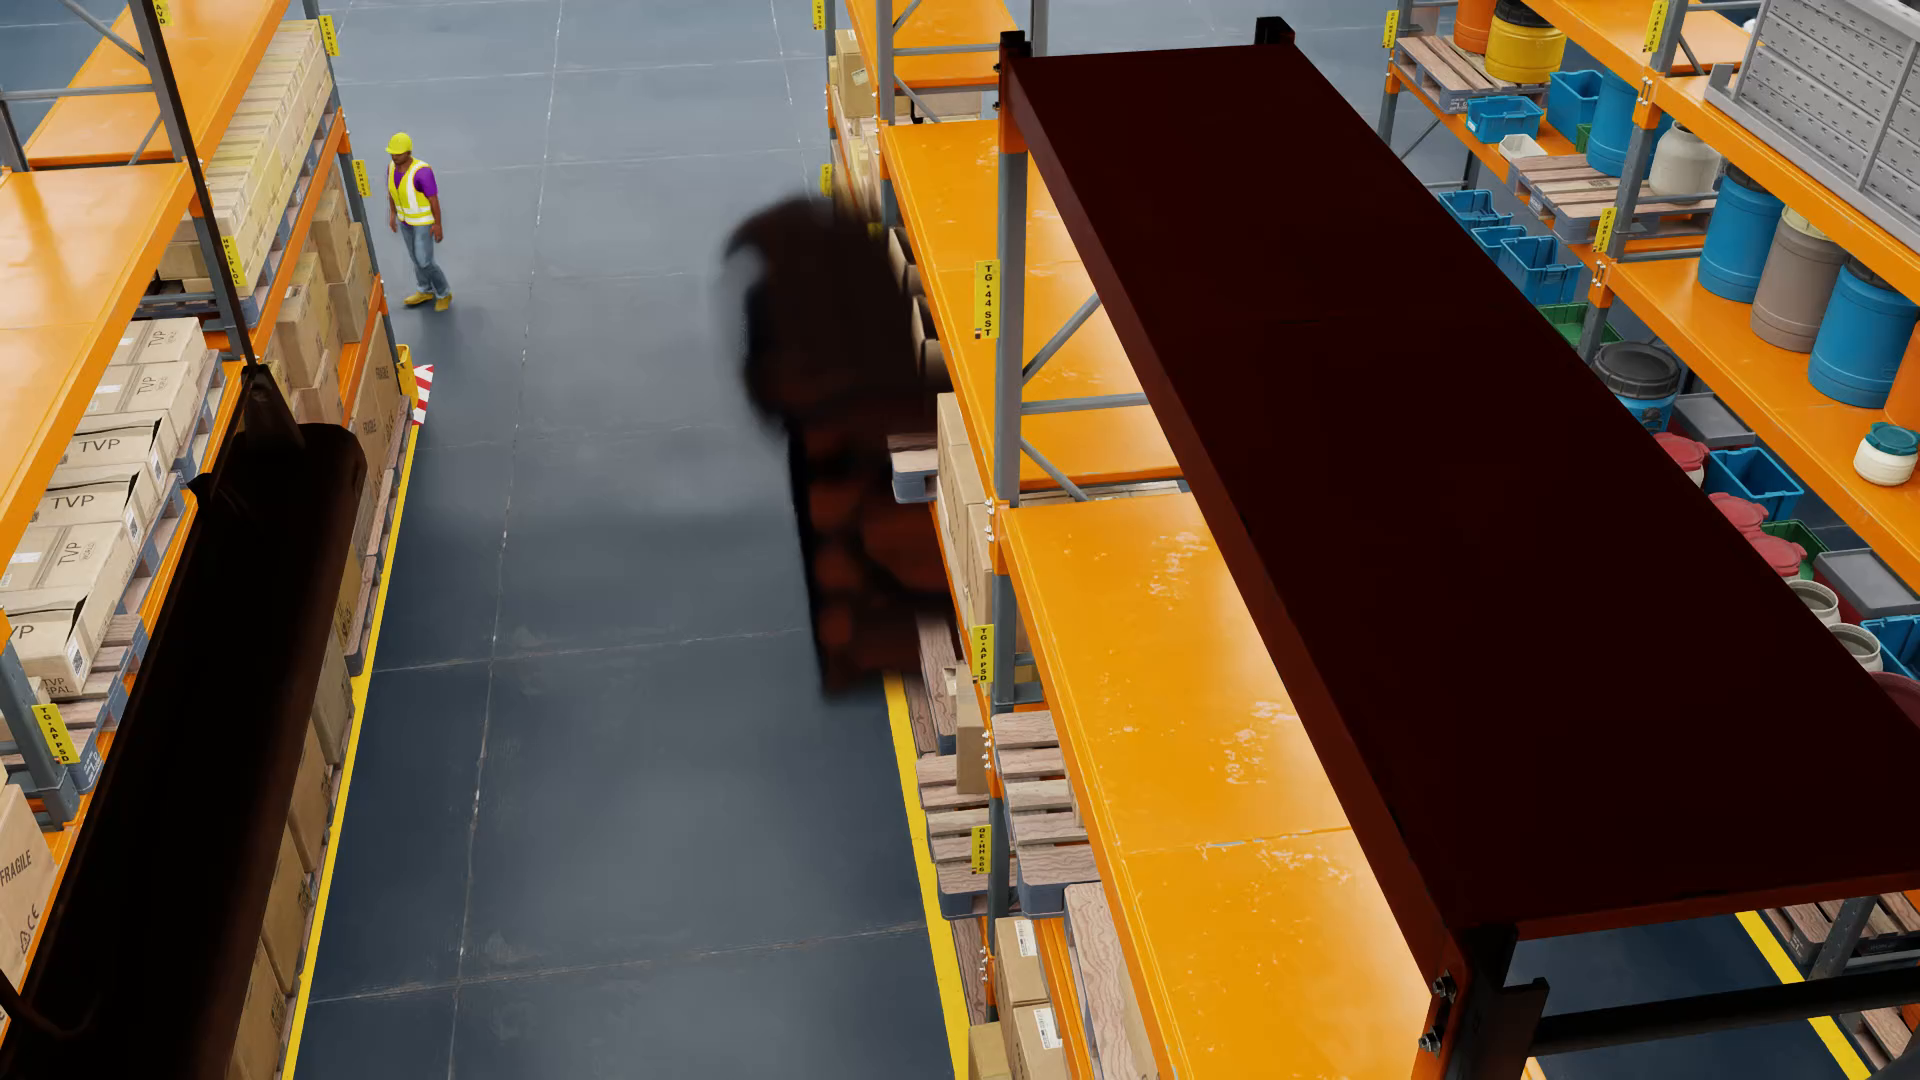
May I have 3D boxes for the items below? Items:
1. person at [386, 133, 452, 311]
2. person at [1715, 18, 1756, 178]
[{"bbox_3d":[-5.321,-3.080,16.211,0.634,1.839,0.420,26,44,31],"label":"person"},{"bbox_3d":[8.665,-4.988,18.776,0.619,1.803,0.576,0,36,-1],"label":"person"}]
